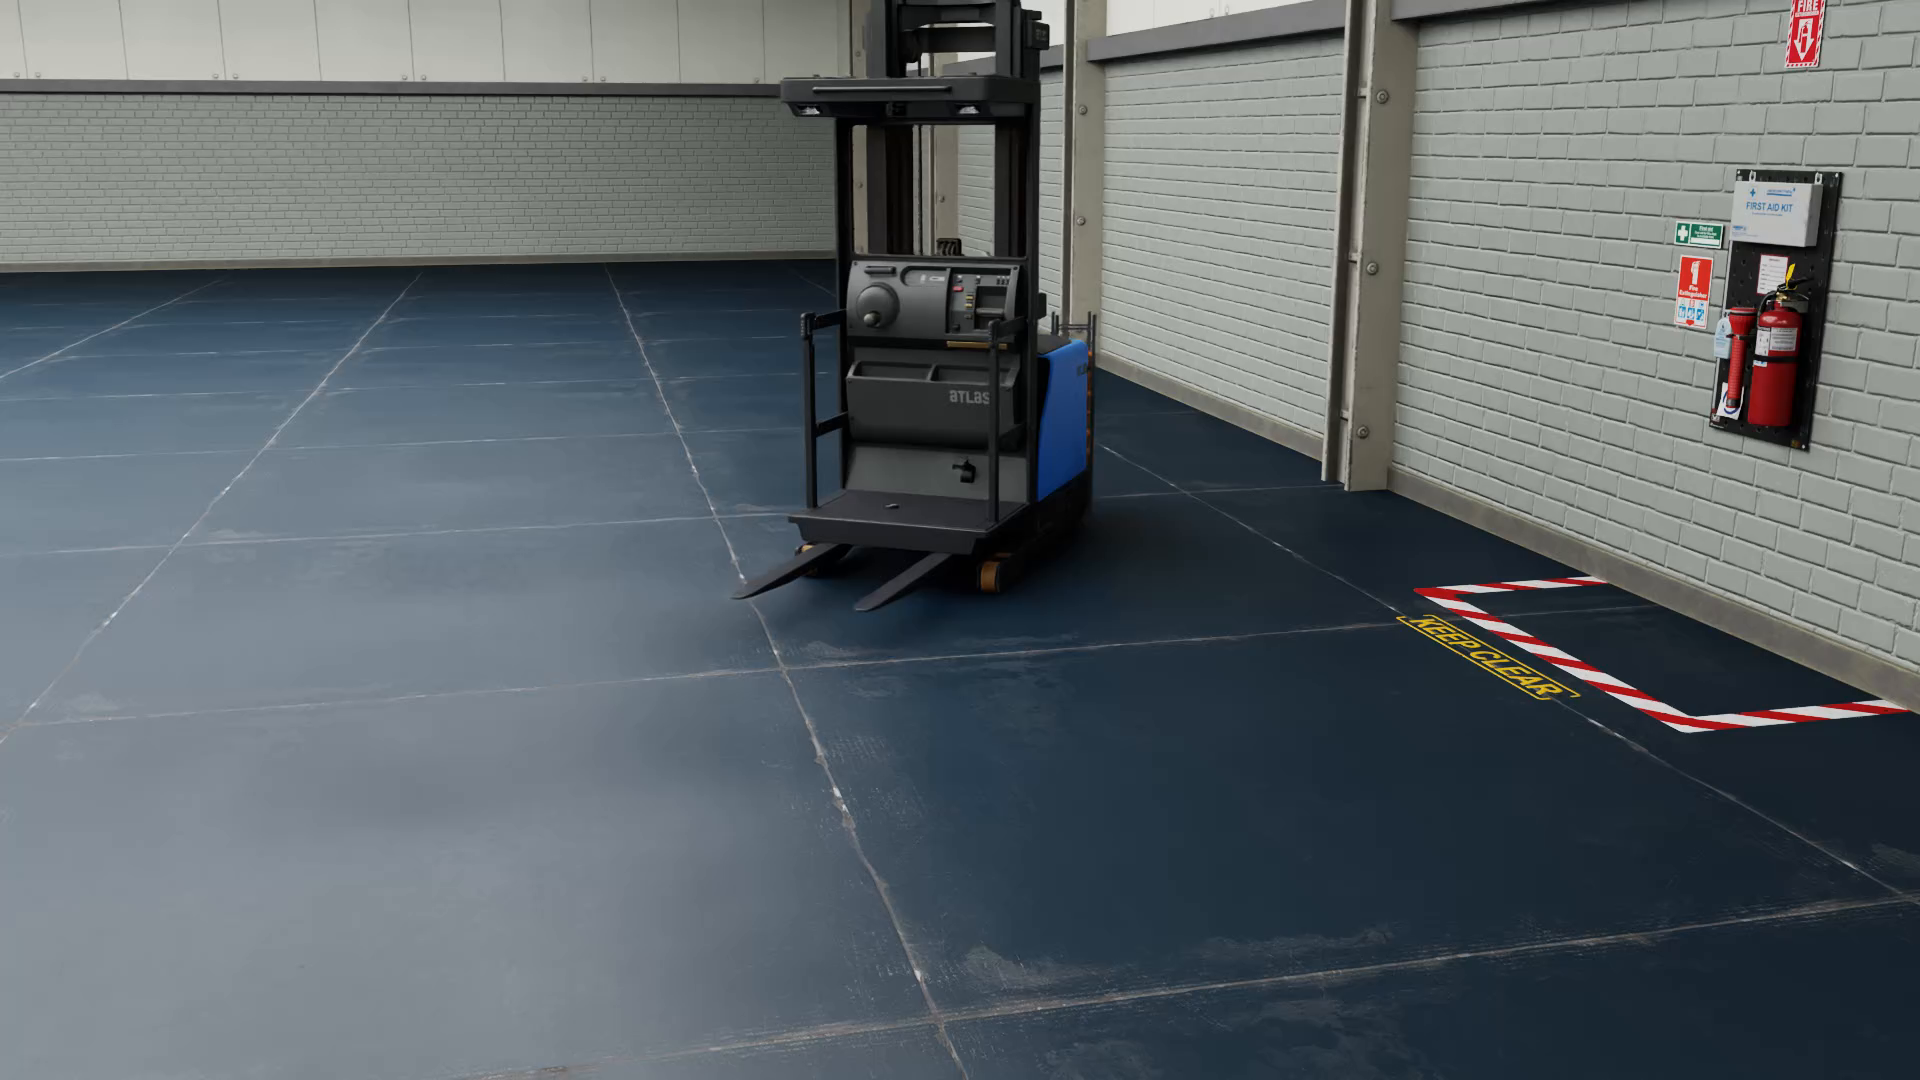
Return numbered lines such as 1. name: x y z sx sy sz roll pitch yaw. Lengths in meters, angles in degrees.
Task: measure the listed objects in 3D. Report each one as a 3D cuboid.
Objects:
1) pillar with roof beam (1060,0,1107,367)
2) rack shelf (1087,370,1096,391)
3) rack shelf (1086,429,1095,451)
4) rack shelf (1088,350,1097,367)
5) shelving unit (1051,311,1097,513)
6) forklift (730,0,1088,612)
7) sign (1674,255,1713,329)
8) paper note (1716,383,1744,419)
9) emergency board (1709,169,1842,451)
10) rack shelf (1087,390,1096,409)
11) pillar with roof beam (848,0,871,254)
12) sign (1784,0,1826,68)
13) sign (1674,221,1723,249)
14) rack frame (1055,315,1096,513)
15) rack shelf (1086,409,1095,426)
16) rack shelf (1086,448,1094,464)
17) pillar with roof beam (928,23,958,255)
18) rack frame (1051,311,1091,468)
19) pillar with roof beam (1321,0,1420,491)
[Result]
1. pillar with roof beam: -2.991 -5.884 14.552 9.100 9.000 0.400 -3 14 -13
2. rack shelf: 0.676 -0.958 9.993 0.258 0.103 0.180 -1 14 -4
3. rack shelf: 0.675 -0.608 10.079 0.258 0.103 0.180 -1 14 -4
4. rack shelf: 0.676 -1.074 9.964 0.258 0.103 0.180 -1 14 -4
5. shelving unit: 0.675 -0.768 10.040 0.258 1.200 0.189 -1 14 -4
6. forklift: -0.212 -1.264 8.426 1.130 2.935 3.031 5 15 19
7. sign: 3.439 -1.165 7.799 0.001 0.329 0.234 -3 14 -13
8. paper note: 3.494 -0.631 7.545 0.016 0.148 0.142 -3 14 -13
9. emergency board: 3.469 -1.014 7.257 0.194 1.169 0.643 -3 14 -13
10. rack shelf: 0.675 -0.841 10.022 0.258 0.103 0.180 -1 14 -4
11. pillar with roof beam: -5.809 -8.653 25.883 9.100 9.000 0.400 -3 14 -13
12. sign: 3.564 -2.148 7.012 0.001 0.298 0.199 -3 14 -13
13. sign: 3.431 -1.421 7.729 0.001 0.109 0.331 -3 14 -13
14. rack frame: 0.682 -0.746 9.951 0.240 1.200 0.006 -1 14 -4
15. rack shelf: 0.675 -0.725 10.050 0.258 0.103 0.180 -1 14 -4
16. rack shelf: 0.675 -0.491 10.107 0.258 0.103 0.180 -1 14 -4
17. pillar with roof beam: -4.400 -7.269 20.217 9.100 9.000 0.400 -3 14 -13
18. rack frame: 0.669 -0.789 10.128 0.240 1.200 0.006 -1 14 -4
19. pillar with roof beam: -1.582 -4.500 8.886 9.100 9.000 0.400 -3 14 -13
